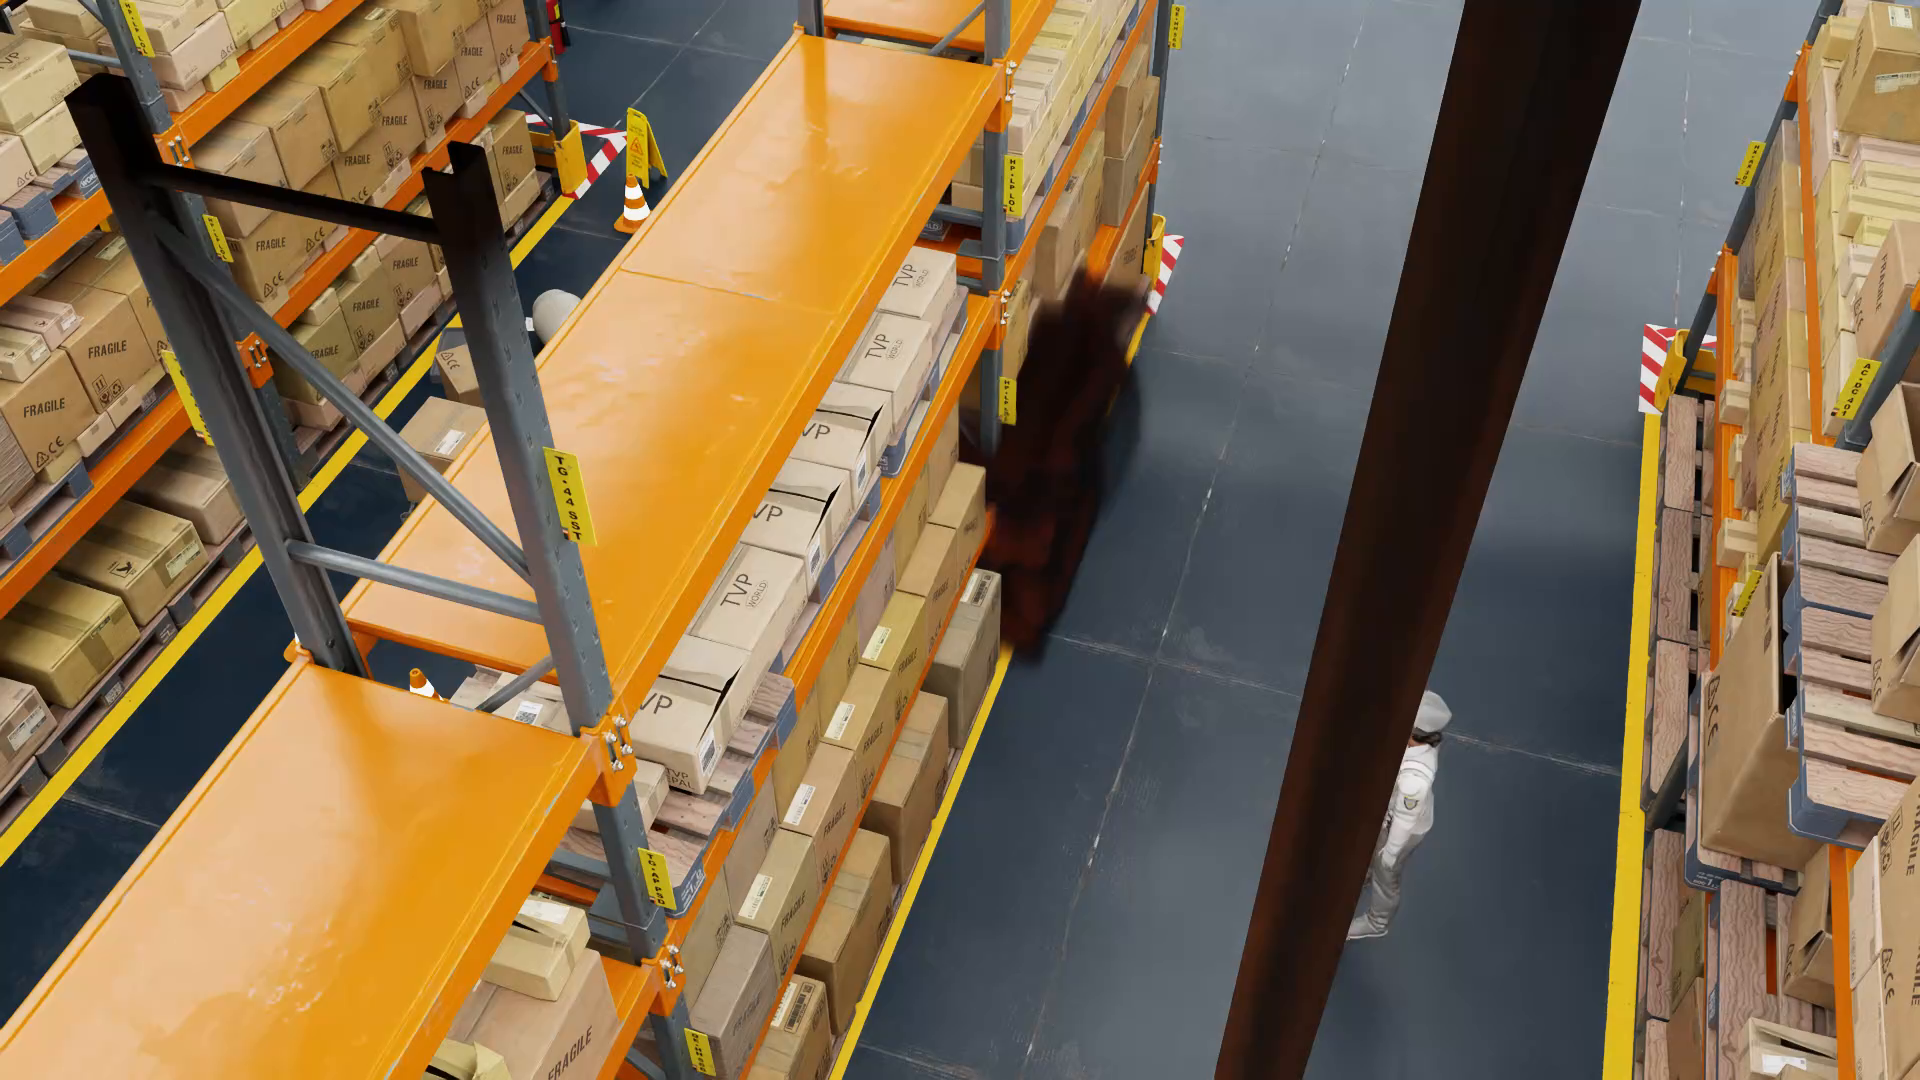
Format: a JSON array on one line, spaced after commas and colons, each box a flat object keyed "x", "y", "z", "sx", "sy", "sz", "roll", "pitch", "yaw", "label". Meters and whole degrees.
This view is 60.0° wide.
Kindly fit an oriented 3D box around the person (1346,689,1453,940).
[{"x": 2.138, "y": 1.355, "z": 8.227, "sx": 0.378, "sy": 1.669, "sz": 0.532, "roll": 9, "pitch": 46, "yaw": 8, "label": "person"}]
